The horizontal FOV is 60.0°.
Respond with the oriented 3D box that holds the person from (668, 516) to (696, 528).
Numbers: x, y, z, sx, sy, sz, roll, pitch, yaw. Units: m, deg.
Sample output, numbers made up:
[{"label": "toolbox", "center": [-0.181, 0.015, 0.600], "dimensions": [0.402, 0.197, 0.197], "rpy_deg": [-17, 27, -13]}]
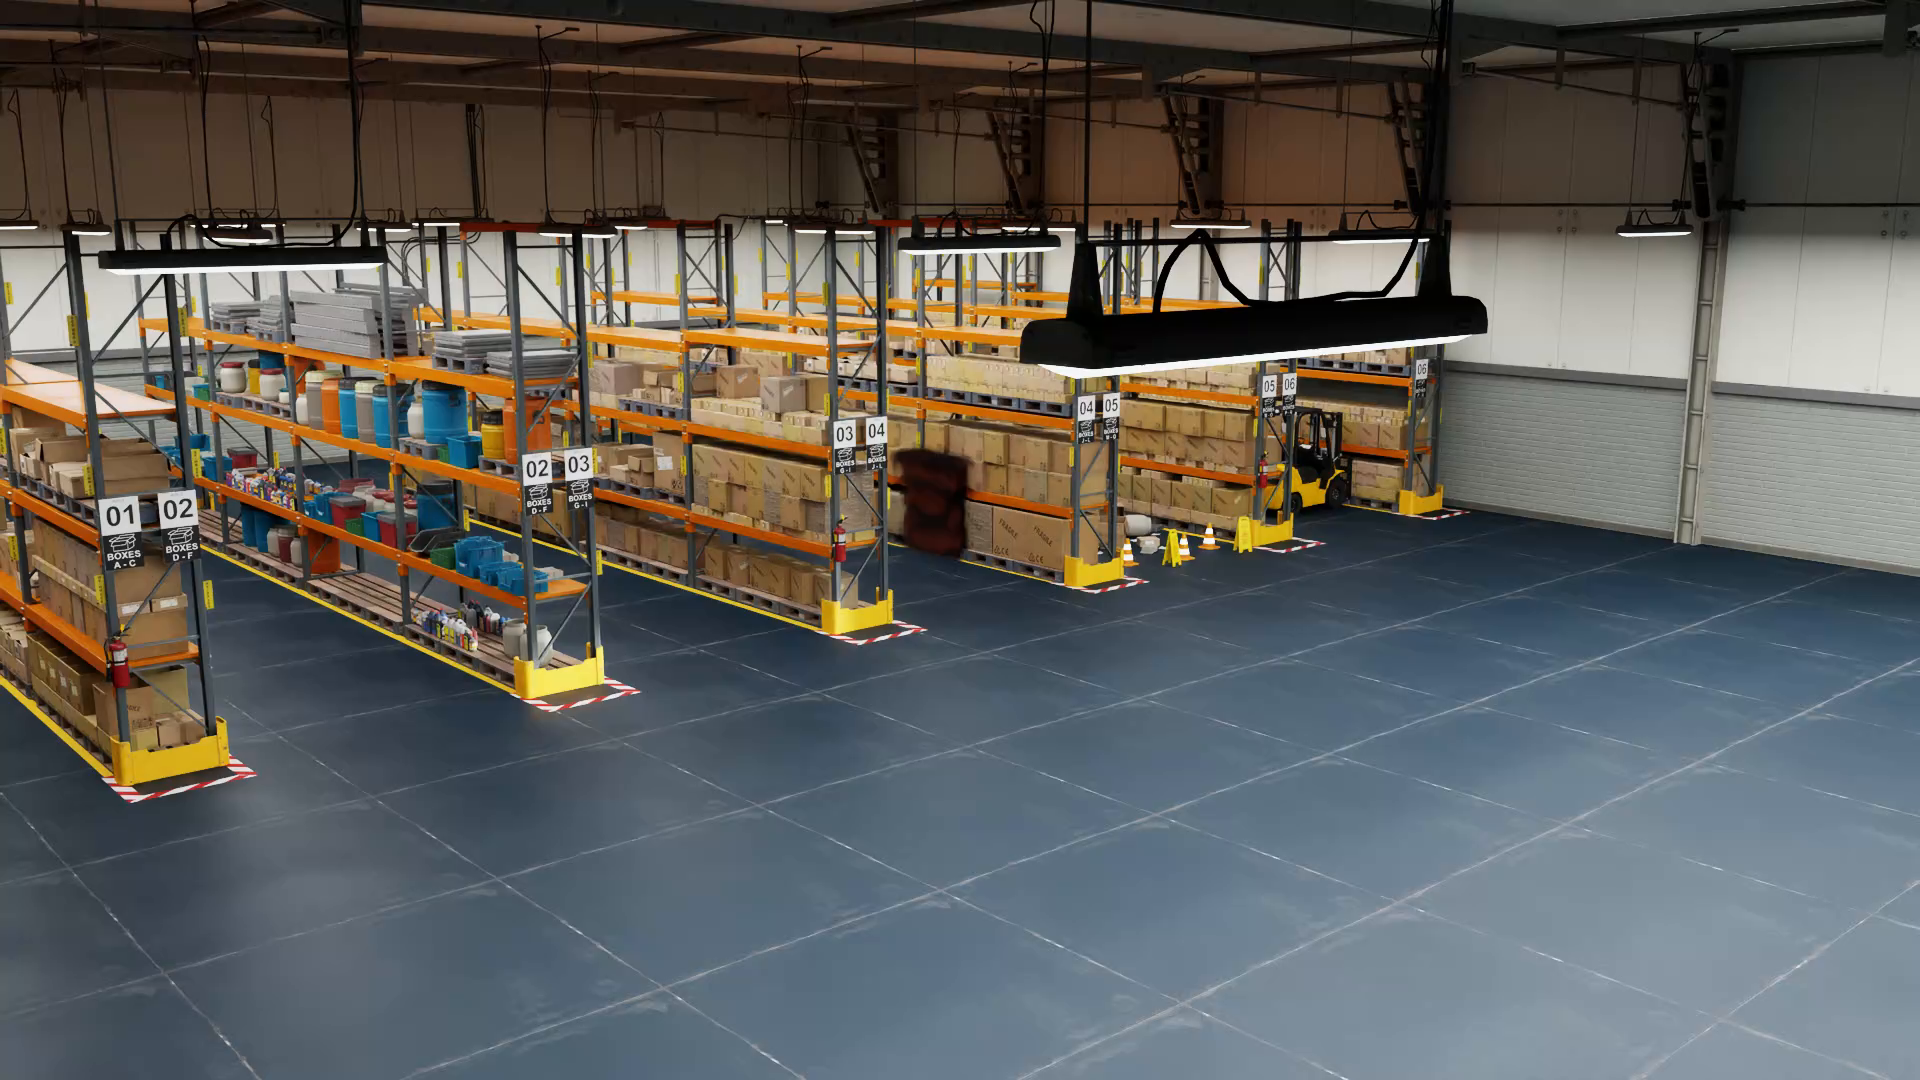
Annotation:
[{"label": "person", "center": [-5.367, -0.937, 31.997], "dimensions": [0.516, 1.738, 0.969], "rpy_deg": [-8, 14, -33]}]
